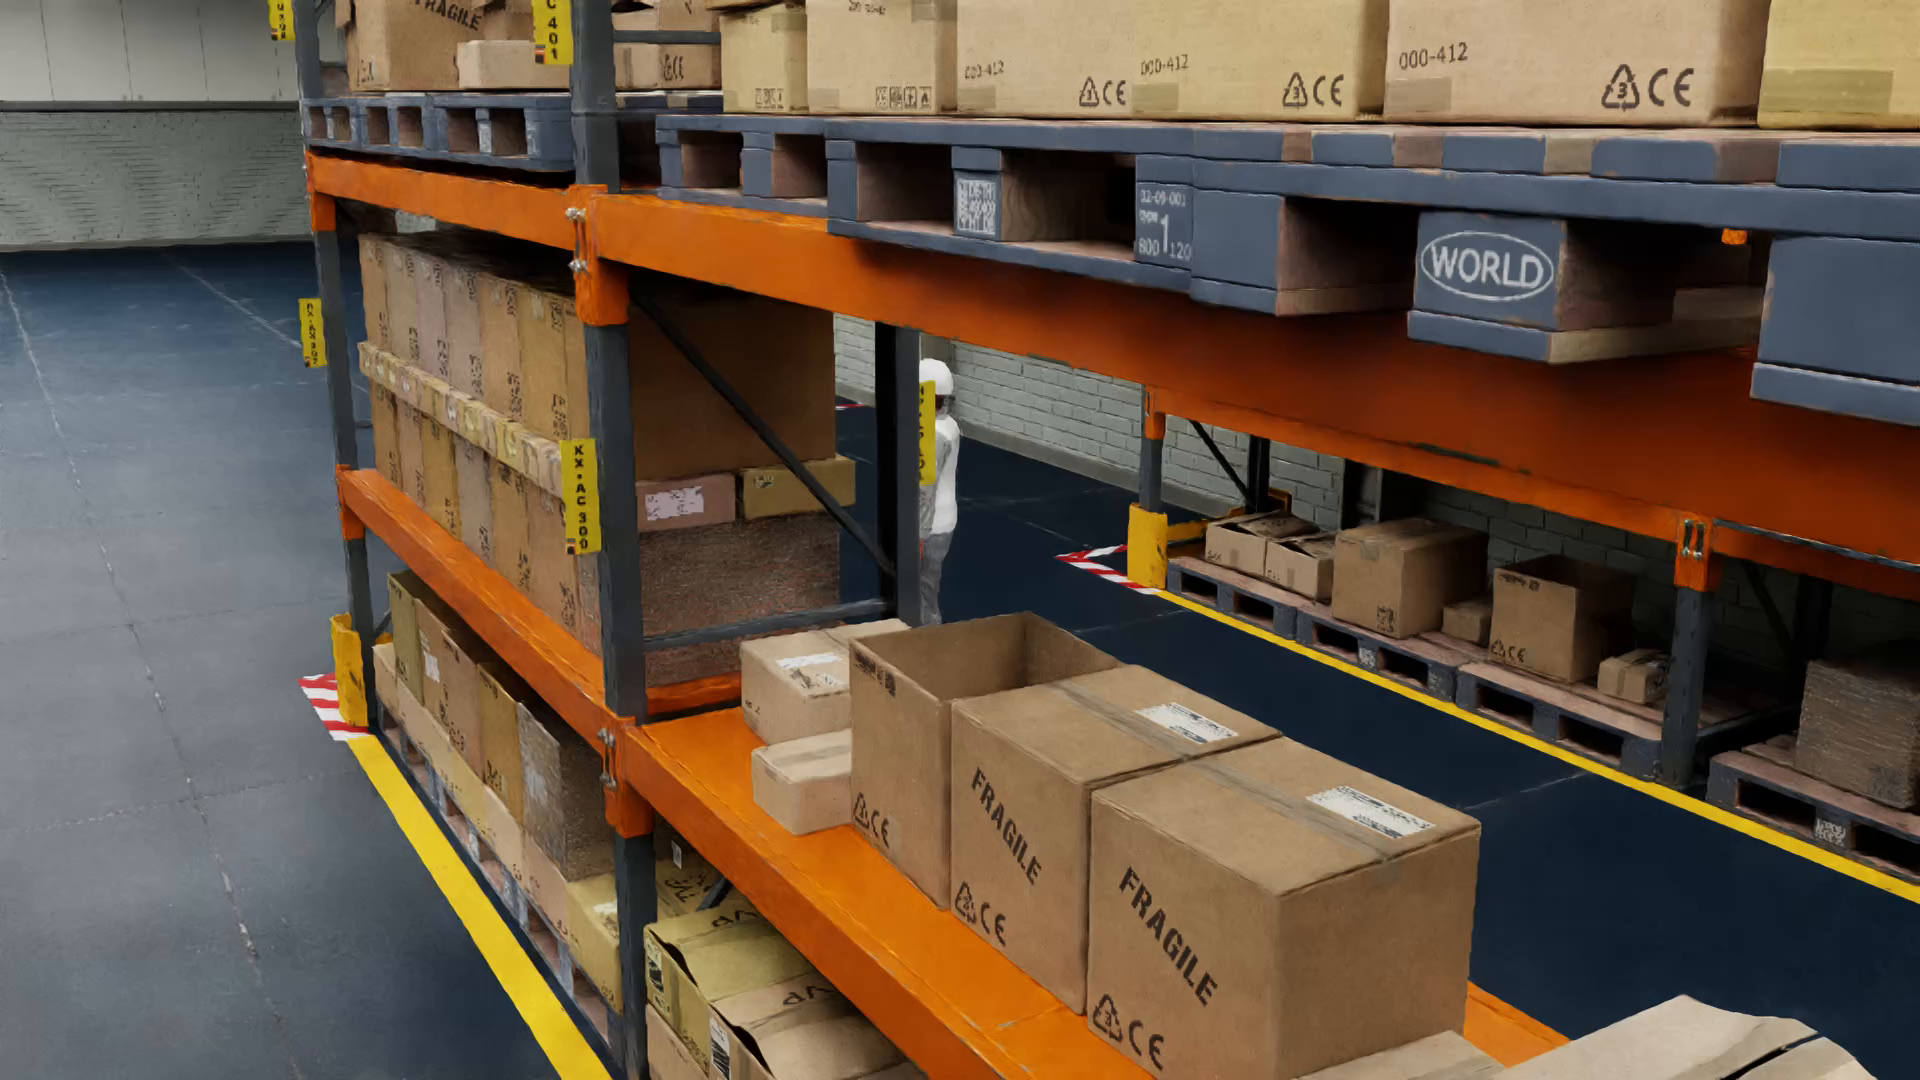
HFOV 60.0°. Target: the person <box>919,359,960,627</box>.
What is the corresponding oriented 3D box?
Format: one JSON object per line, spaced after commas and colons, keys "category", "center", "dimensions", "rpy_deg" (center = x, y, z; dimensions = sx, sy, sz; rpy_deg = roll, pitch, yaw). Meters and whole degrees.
{"category": "person", "center": [-0.208, -0.069, 8.689], "dimensions": [0.403, 1.779, 0.658], "rpy_deg": [1, 15, 5]}
